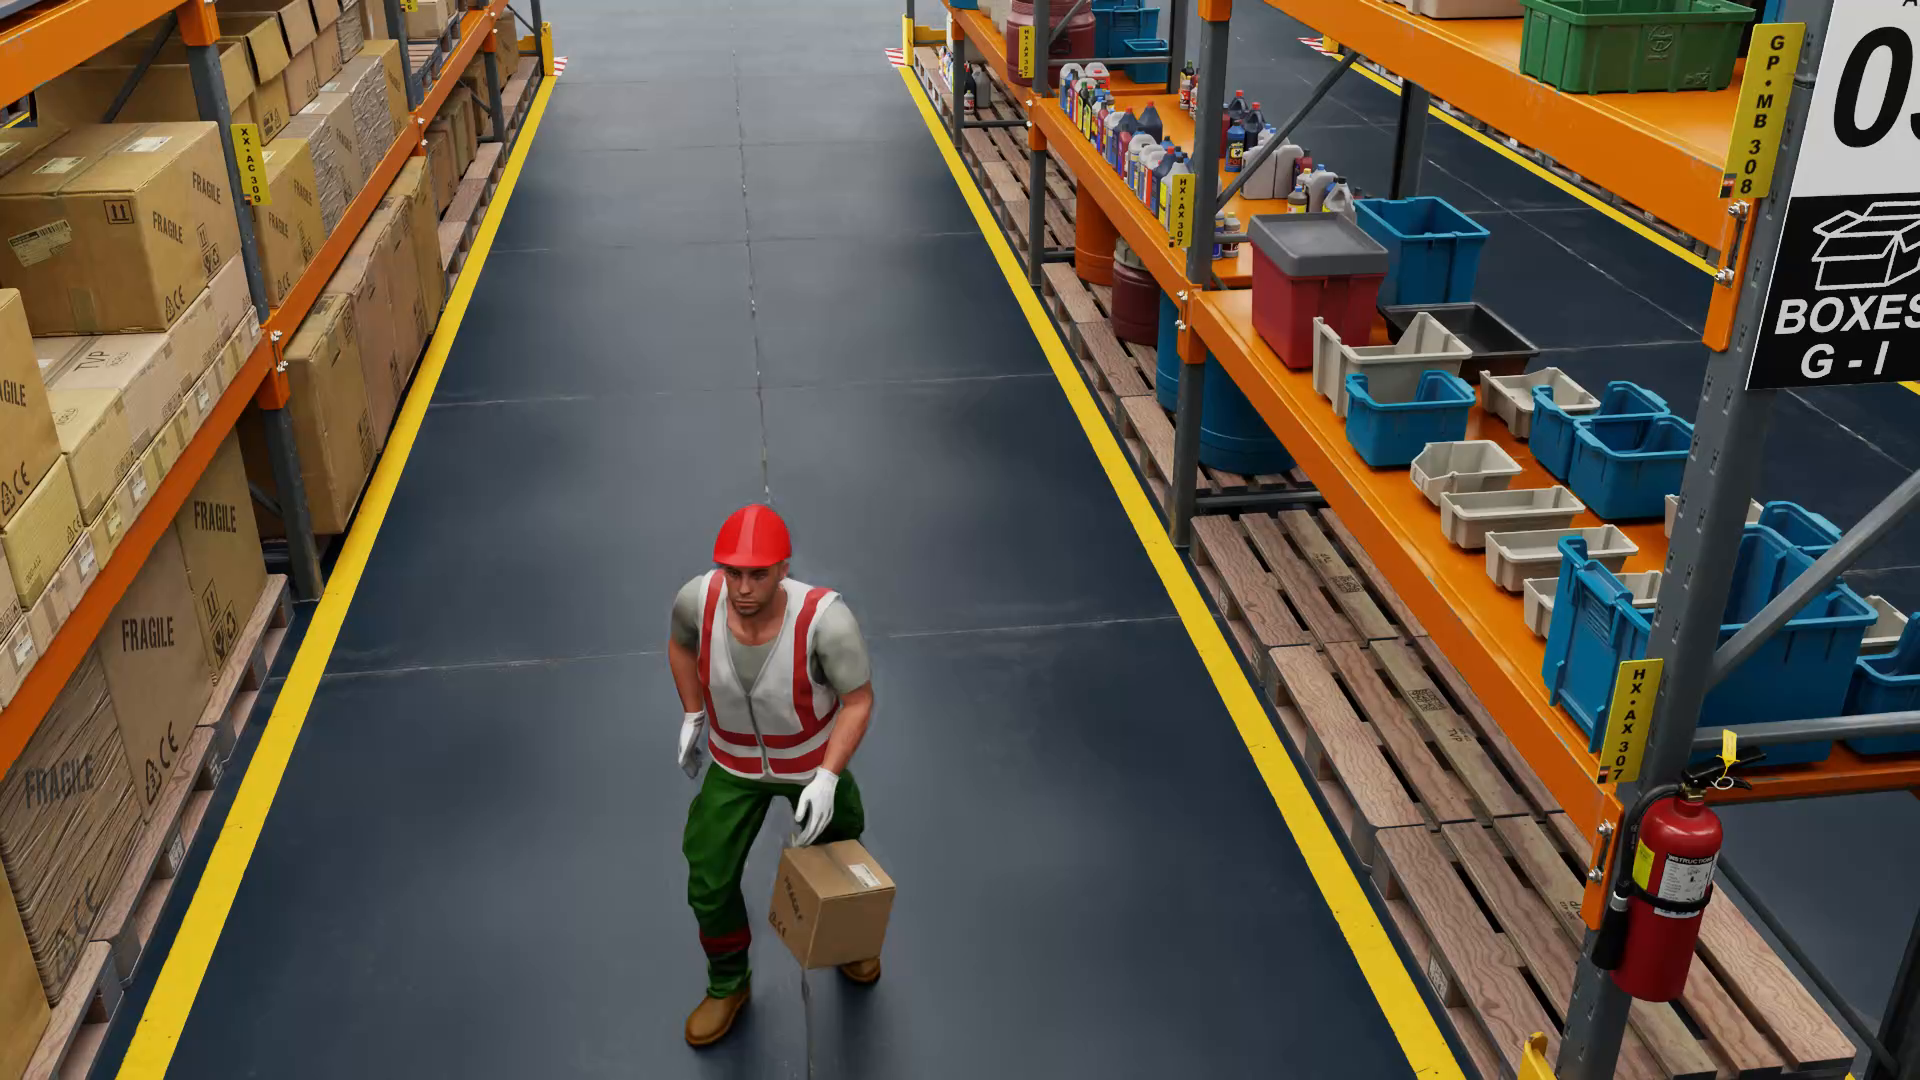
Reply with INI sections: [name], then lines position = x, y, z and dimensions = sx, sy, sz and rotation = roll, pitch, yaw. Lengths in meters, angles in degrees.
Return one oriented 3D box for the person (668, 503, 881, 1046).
[person]
position = -0.548, 0.650, 4.843
dimensions = 0.620, 1.748, 0.663
rotation = 2, 27, 5
